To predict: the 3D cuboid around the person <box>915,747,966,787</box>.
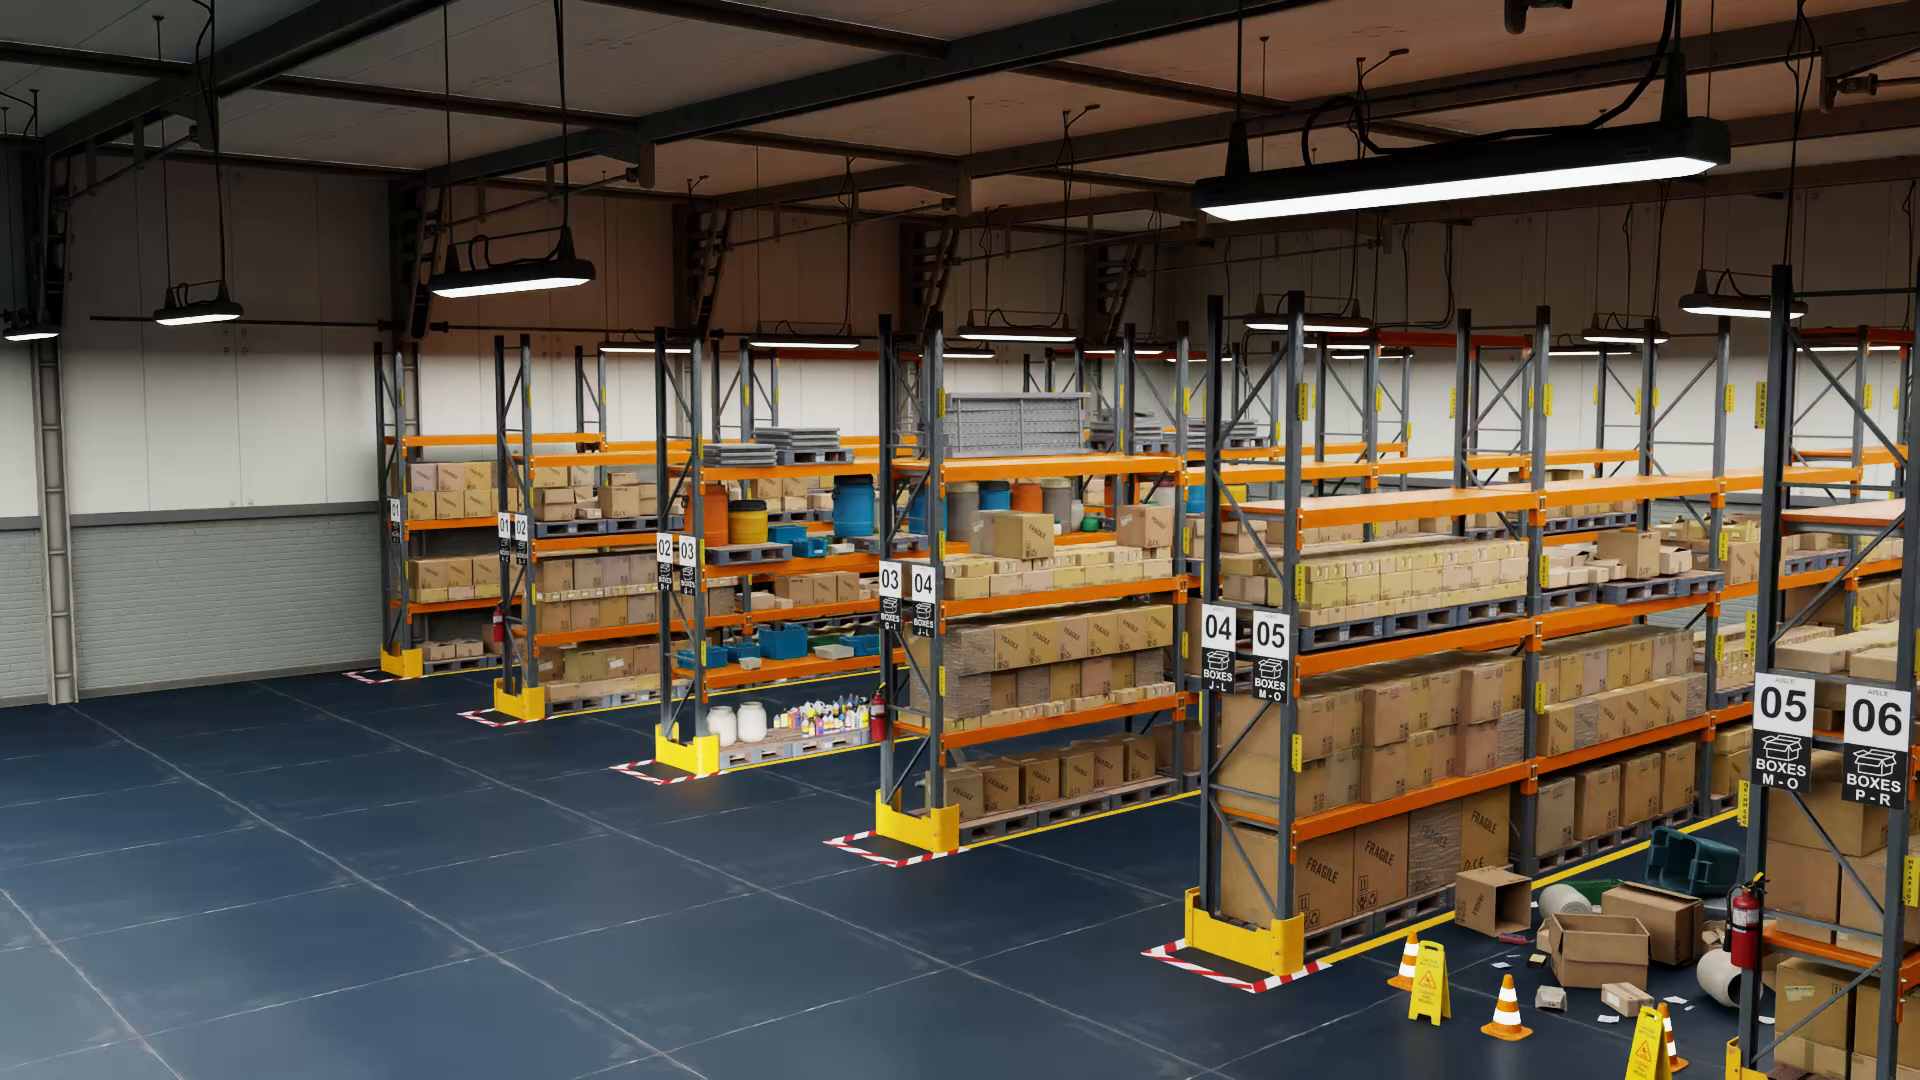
[{"bbox_3d":[-0.259,2.366,21.582,0.983,1.625,0.505,-3,6,-34],"label":"person"}]
